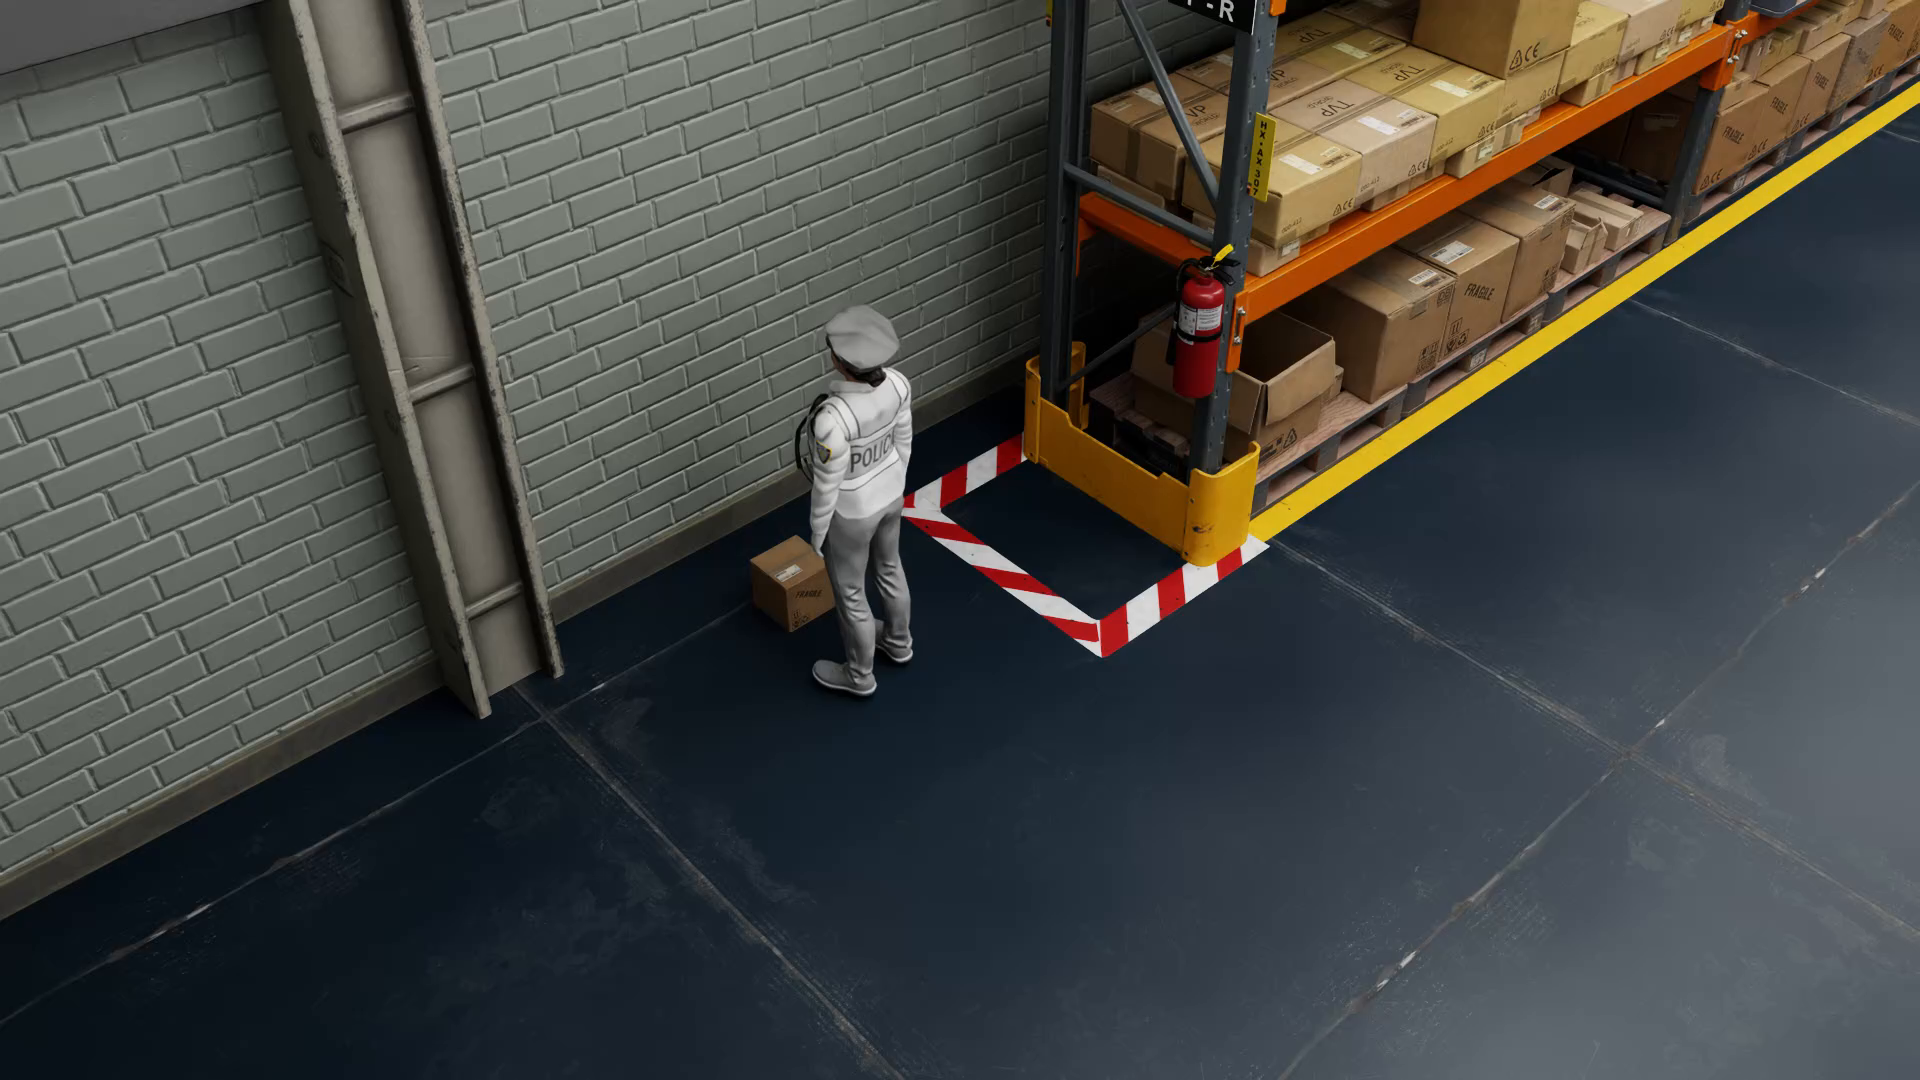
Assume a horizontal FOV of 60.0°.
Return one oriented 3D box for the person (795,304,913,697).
[{"bbox_3d":[-0.372,-0.144,6.270,0.355,1.690,0.490,28,47,29],"label":"person"}]
